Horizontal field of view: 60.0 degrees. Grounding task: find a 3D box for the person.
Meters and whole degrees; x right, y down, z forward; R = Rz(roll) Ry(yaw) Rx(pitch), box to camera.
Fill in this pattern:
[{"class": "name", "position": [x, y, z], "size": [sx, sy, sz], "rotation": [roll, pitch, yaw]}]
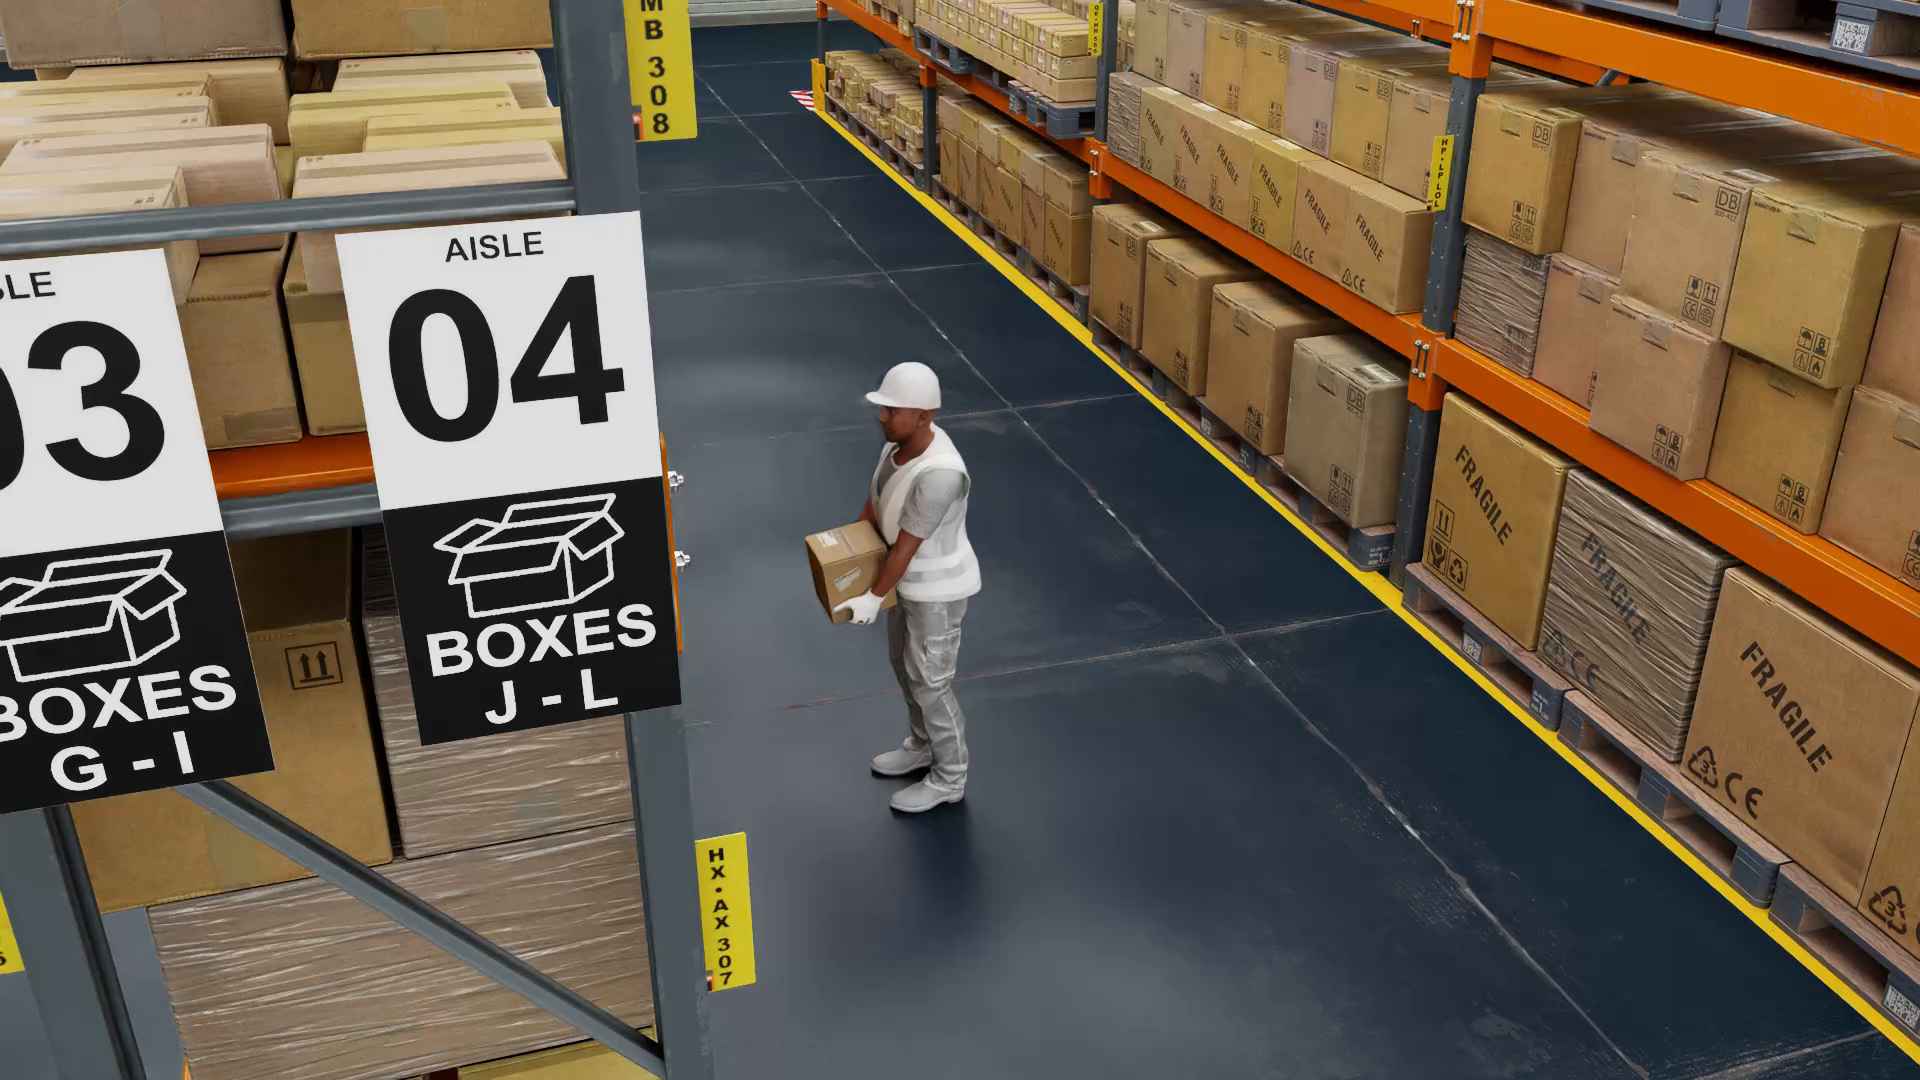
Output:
[{"class": "person", "position": [-0.224, 0.187, 6.212], "size": [0.588, 1.778, 0.491], "rotation": [-9, 27, -17]}]
